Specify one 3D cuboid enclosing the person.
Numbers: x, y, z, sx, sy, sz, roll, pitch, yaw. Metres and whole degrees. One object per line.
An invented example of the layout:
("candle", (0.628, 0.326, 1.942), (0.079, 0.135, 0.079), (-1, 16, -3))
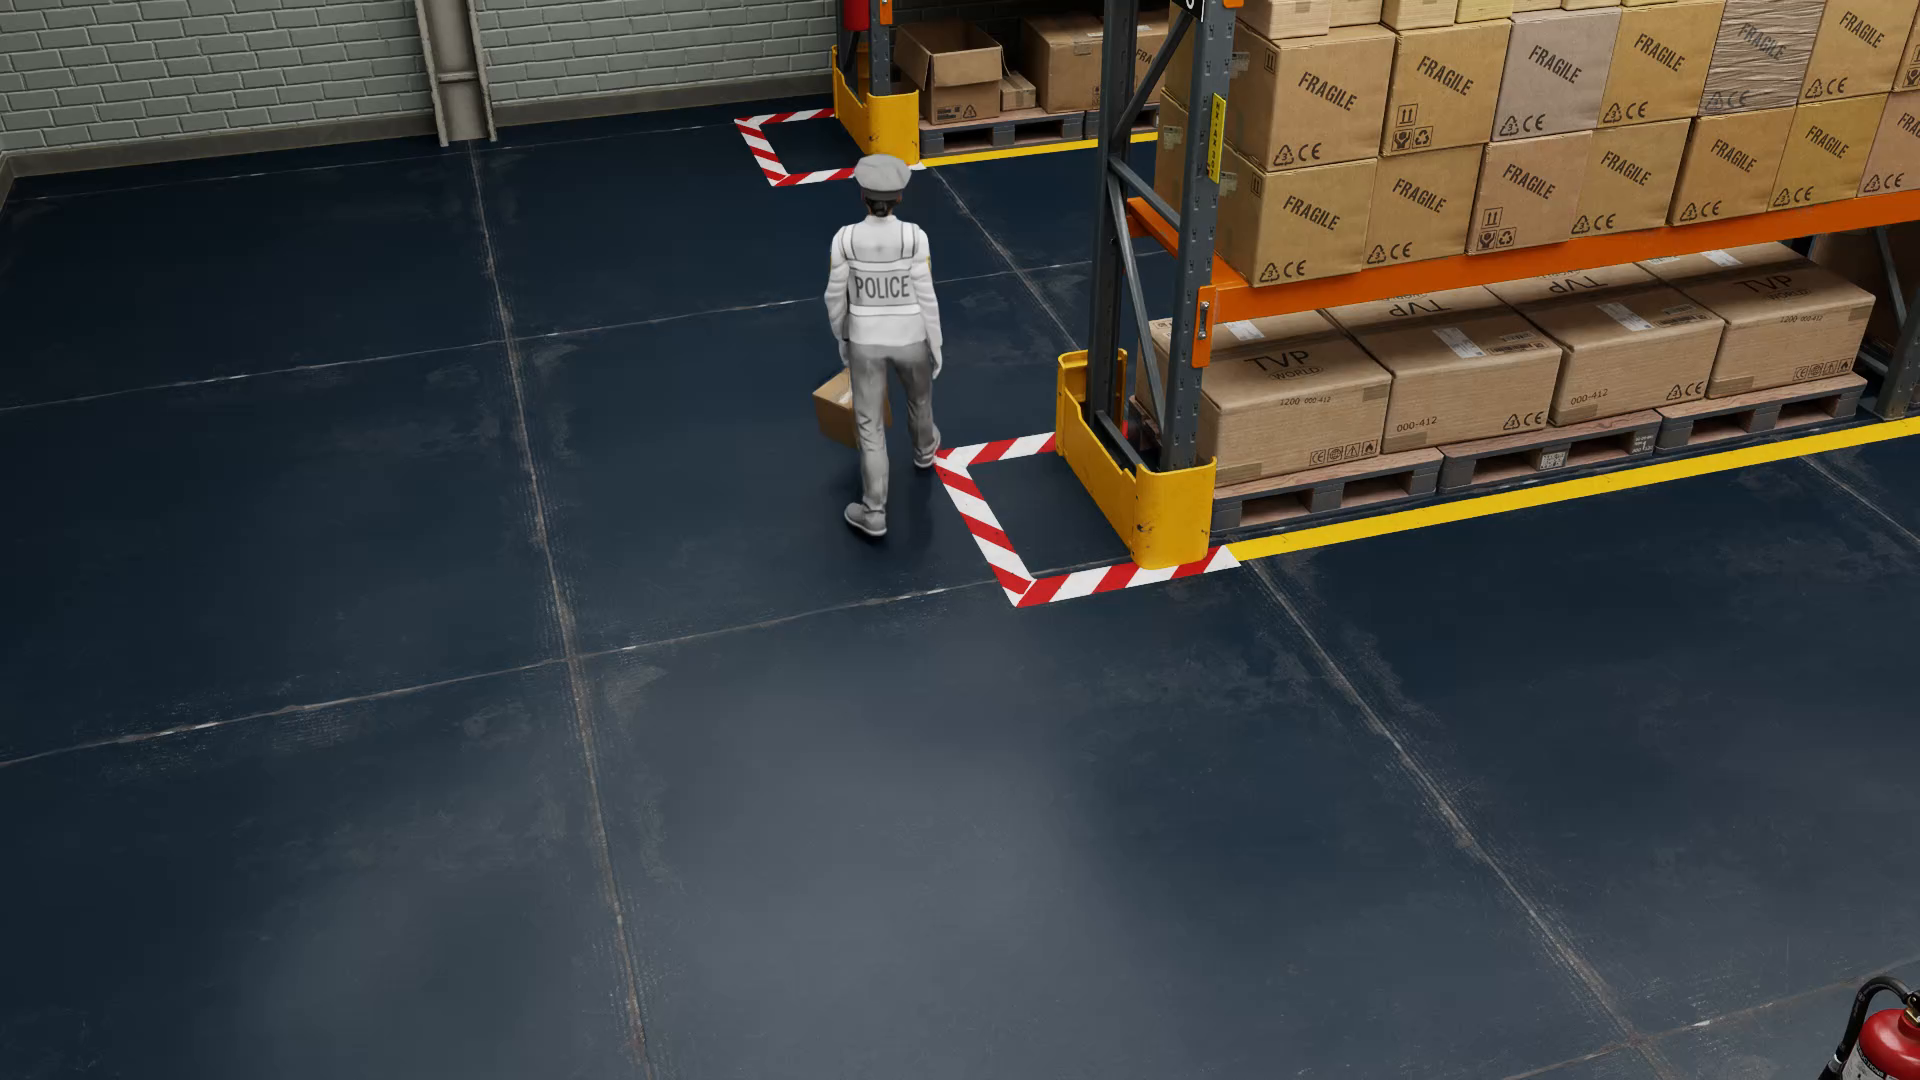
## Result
("person", (-0.340, -0.917, 7.495), (0.524, 1.624, 0.916), (0, 34, -1))
